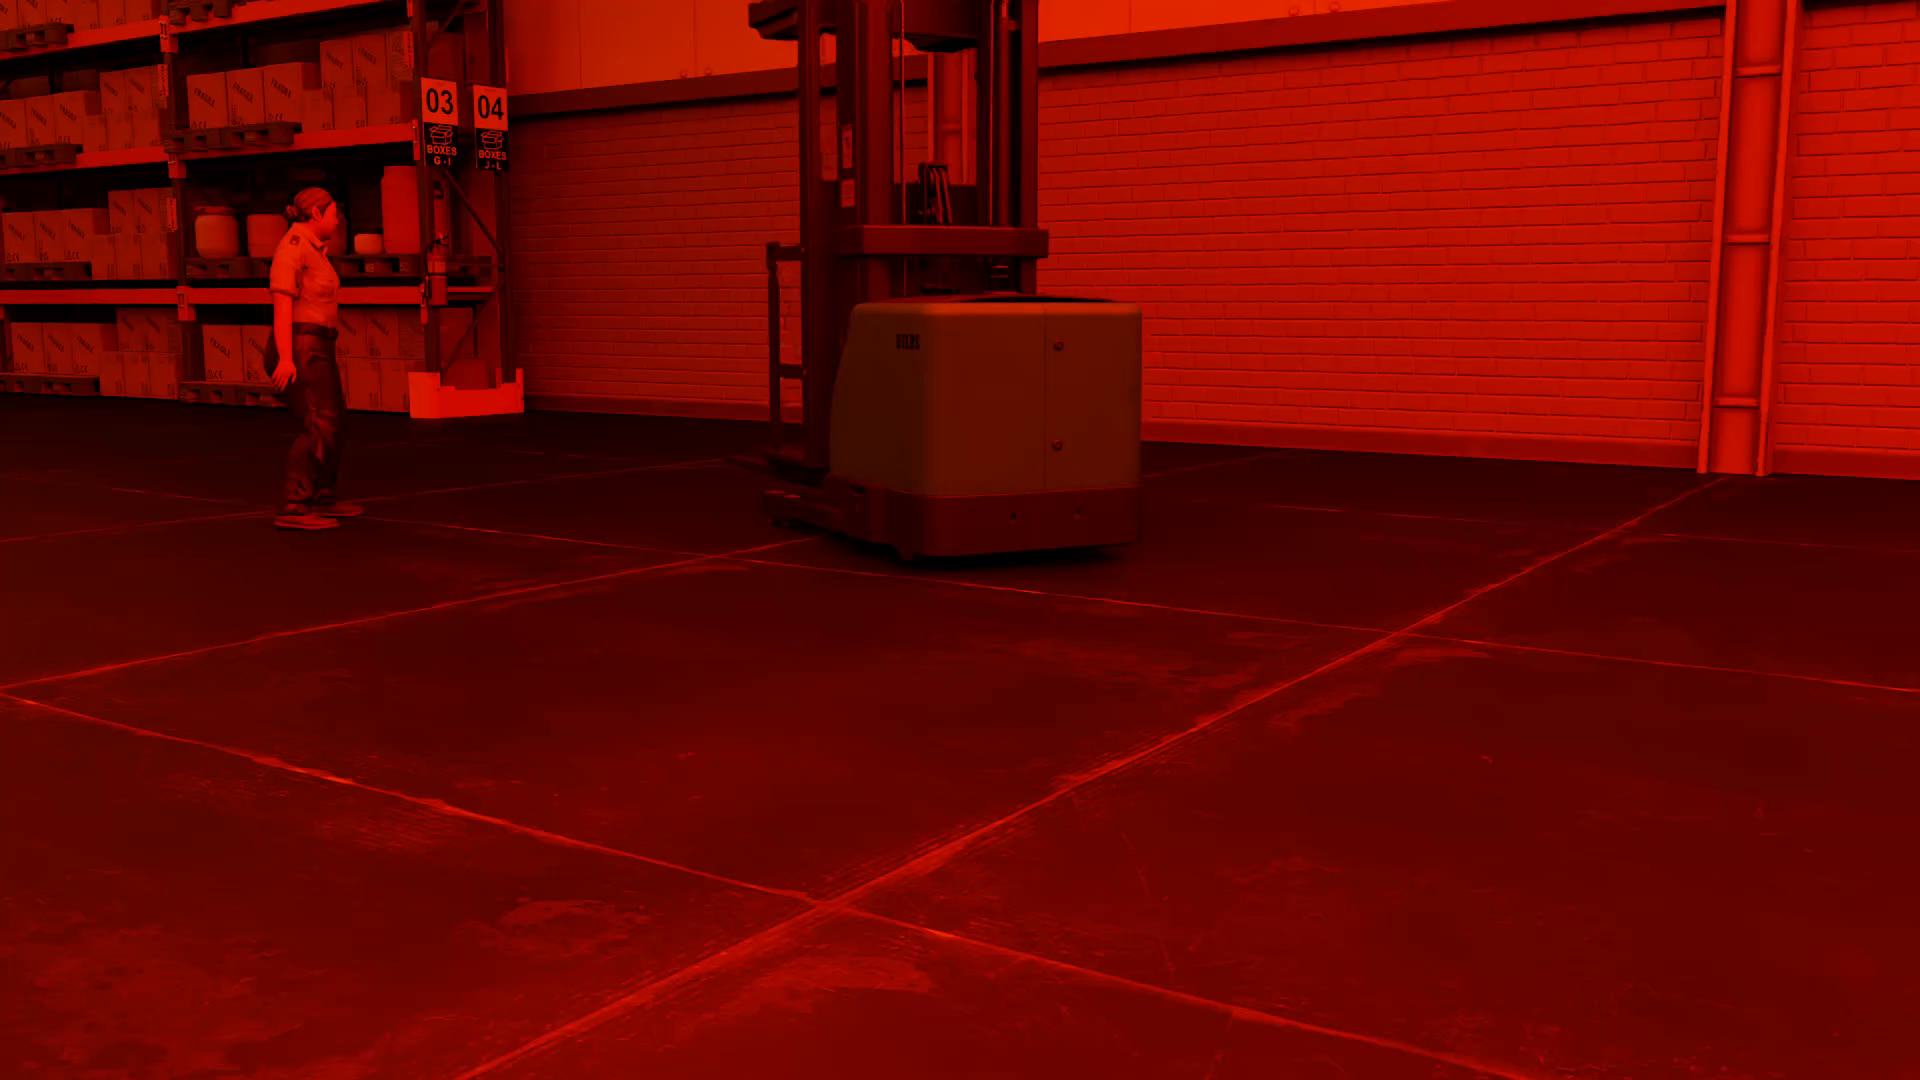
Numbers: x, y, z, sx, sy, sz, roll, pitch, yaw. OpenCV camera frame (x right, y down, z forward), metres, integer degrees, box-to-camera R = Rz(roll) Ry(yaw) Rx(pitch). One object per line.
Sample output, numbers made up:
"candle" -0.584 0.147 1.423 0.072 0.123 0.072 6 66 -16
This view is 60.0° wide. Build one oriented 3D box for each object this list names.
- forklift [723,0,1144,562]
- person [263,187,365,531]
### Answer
"forklift" -0.339 -1.532 7.964 1.130 2.935 3.031 -4 9 -27
"person" -3.142 -0.876 8.021 0.372 1.625 0.779 -2 8 -14
